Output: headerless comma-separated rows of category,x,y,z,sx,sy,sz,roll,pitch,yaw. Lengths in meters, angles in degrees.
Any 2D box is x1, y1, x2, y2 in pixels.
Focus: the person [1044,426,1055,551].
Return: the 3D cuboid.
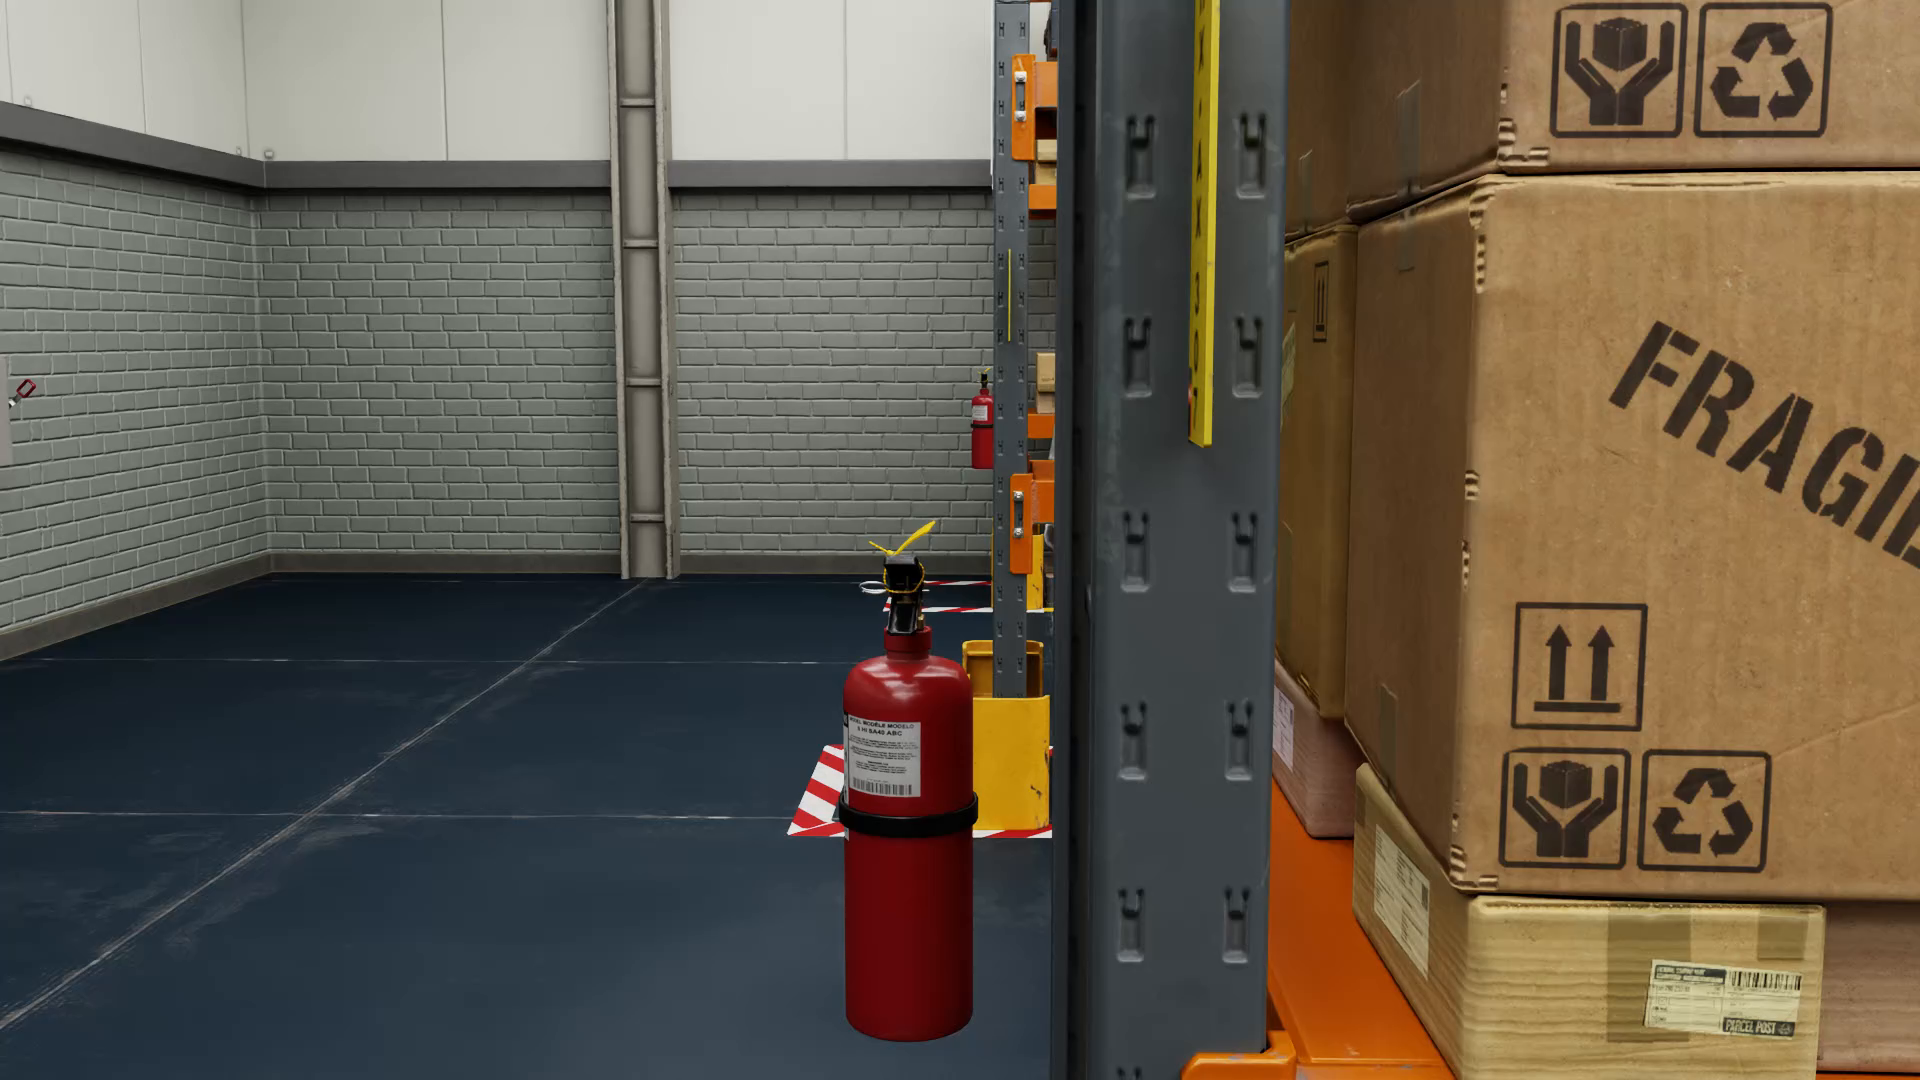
person,0.744,-0.089,8.431,0.633,1.775,0.448,0,7,-1
